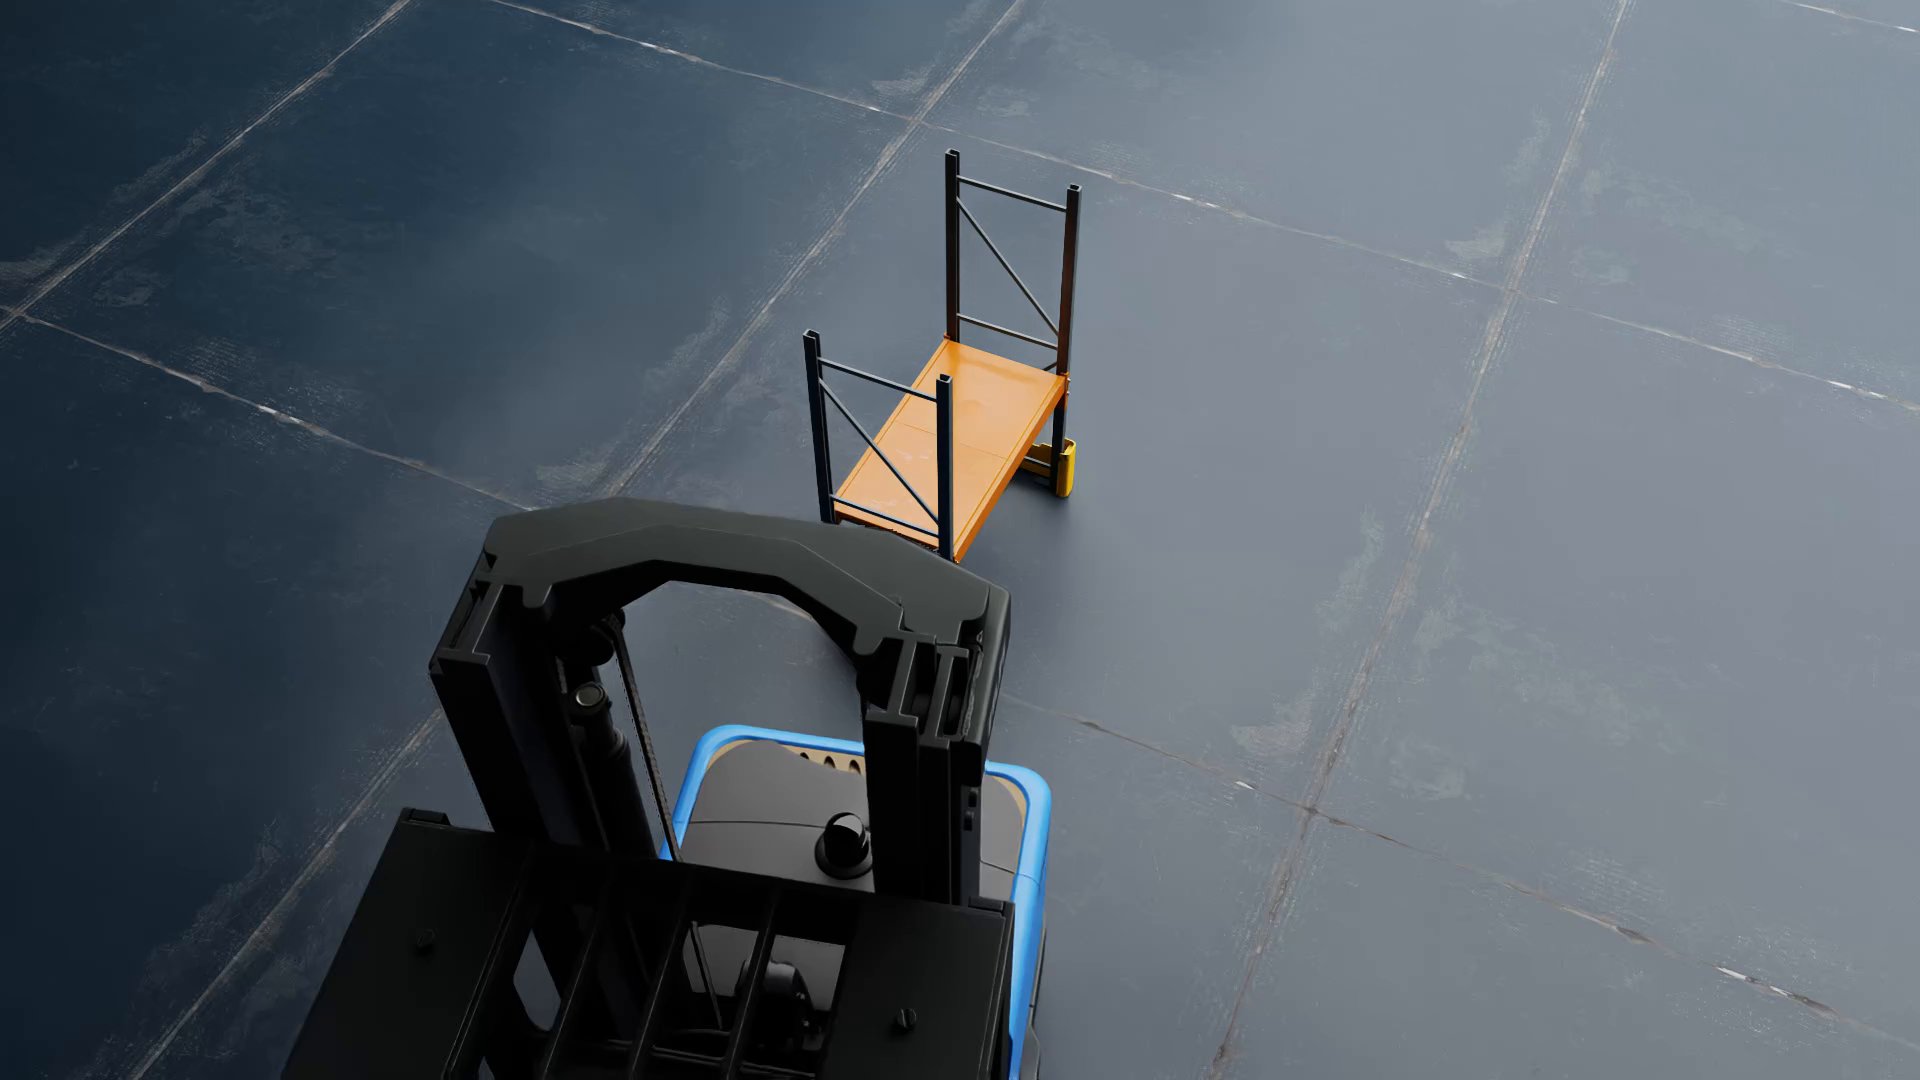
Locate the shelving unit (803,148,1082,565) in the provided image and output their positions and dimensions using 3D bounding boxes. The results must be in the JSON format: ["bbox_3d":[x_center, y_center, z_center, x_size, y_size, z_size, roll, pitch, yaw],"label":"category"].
[{"bbox_3d":[-0.033,-0.434,5.949,0.587,1.500,1.083,20,52,16],"label":"shelving unit"}]

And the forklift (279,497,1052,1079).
[{"bbox_3d":[-0.492,1.430,3.423,1.130,2.935,3.031,8,50,6],"label":"forklift"}]

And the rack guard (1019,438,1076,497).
[{"bbox_3d":[0.180,-0.371,6.717,0.587,0.250,0.087,20,52,16],"label":"rack guard"}]

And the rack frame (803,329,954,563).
[{"bbox_3d":[-0.254,-0.077,5.646,0.500,1.500,0.032,20,52,16],"label":"rack frame"}]

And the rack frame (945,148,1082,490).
[{"bbox_3d":[0.181,-0.777,6.242,0.500,1.500,0.032,20,52,16],"label":"rack frame"}]

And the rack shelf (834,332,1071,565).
[{"bbox_3d":[-0.036,-0.311,6.081,0.538,0.185,1.000,20,52,16],"label":"rack shelf"}]
